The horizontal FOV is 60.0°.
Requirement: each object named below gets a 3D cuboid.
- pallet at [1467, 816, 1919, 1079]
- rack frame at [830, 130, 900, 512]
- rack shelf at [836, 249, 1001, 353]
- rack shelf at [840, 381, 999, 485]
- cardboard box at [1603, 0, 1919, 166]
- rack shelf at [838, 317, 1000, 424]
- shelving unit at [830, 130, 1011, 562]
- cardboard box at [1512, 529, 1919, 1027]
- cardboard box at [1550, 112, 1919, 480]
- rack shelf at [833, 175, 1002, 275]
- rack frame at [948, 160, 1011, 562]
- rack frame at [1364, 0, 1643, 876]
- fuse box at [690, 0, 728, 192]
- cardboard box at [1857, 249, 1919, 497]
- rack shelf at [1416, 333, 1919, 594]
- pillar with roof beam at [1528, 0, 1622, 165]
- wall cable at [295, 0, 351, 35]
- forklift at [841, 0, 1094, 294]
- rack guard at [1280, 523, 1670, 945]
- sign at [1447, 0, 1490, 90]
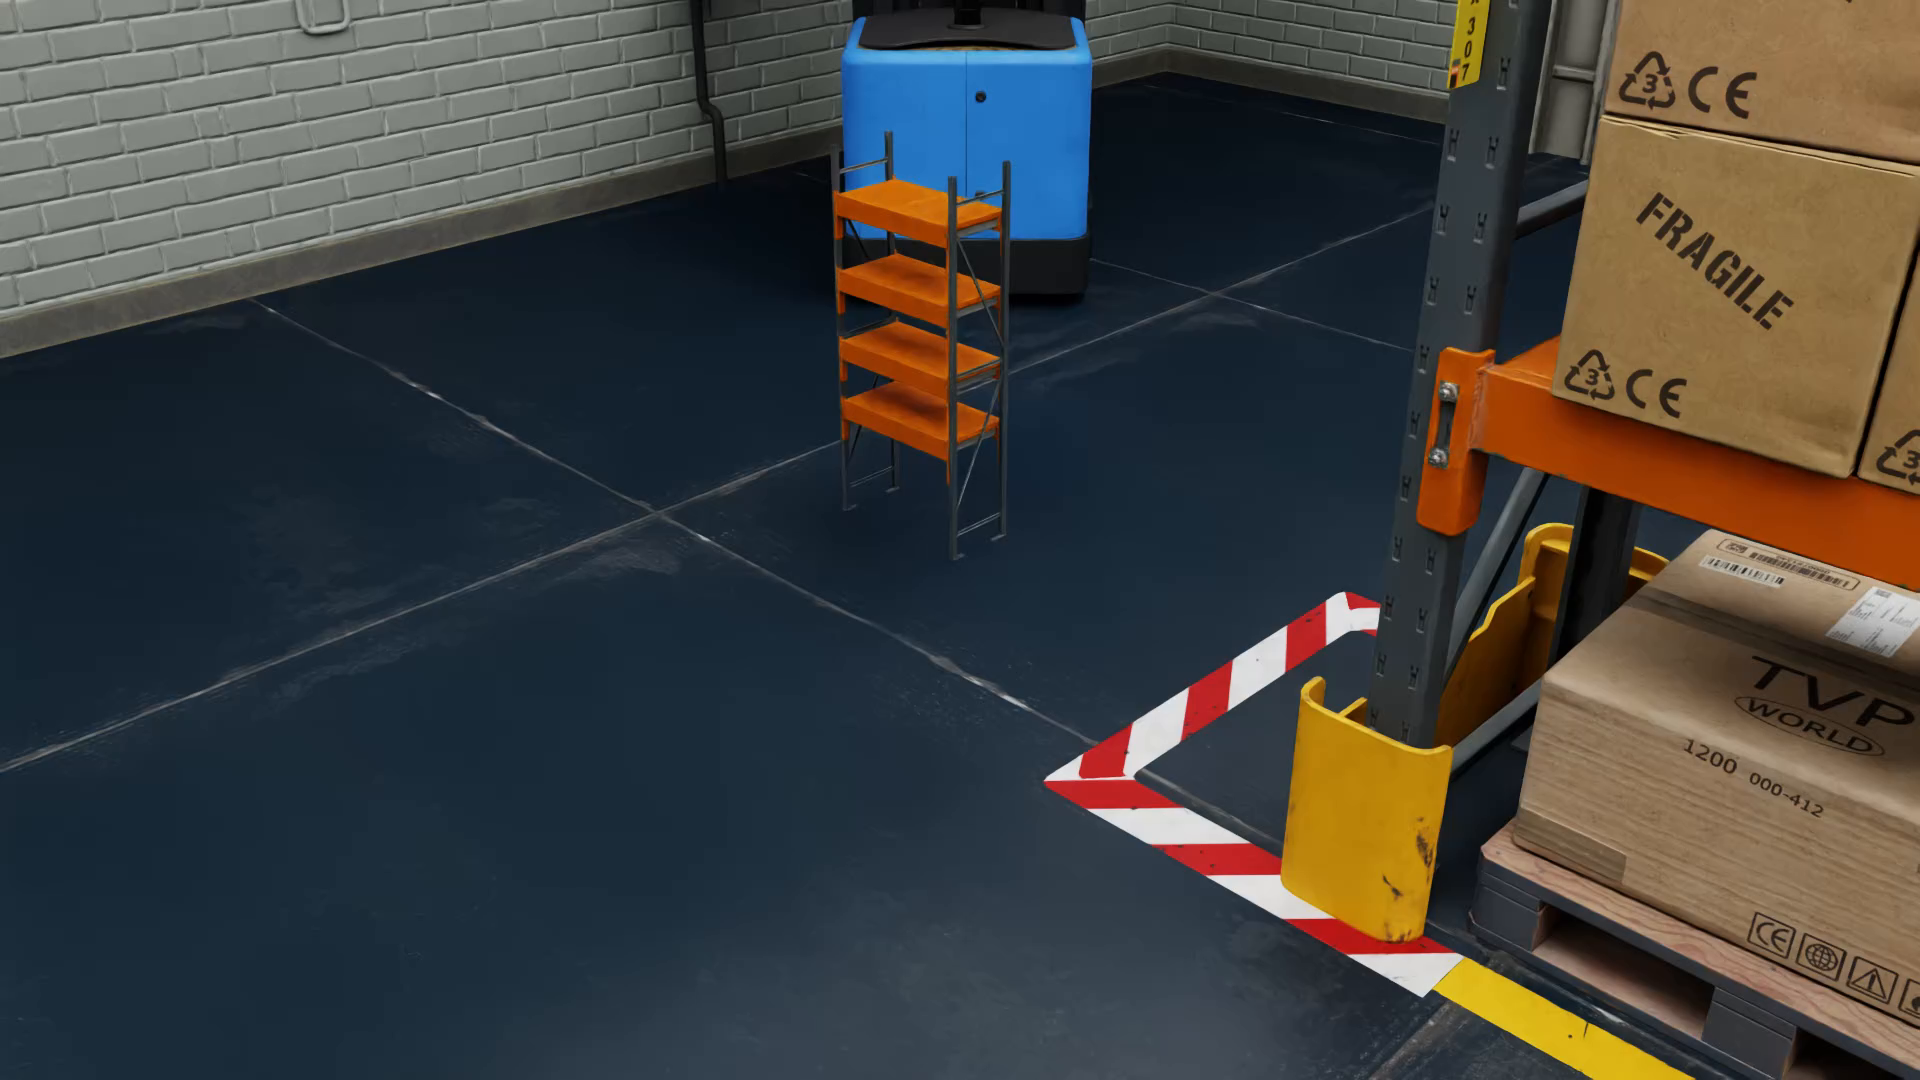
[{"bbox_3d":[1.876,0.786,3.529,1.213,0.211,1.003,25,36,38],"label":"pallet"},{"bbox_3d":[-0.292,-0.665,5.225,0.015,1.200,0.240,25,36,38],"label":"rack frame"},{"bbox_3d":[-0.118,-0.724,5.001,0.480,0.148,0.258,25,36,38],"label":"rack shelf"},{"bbox_3d":[-0.118,-0.350,5.197,0.480,0.148,0.258,25,36,38],"label":"rack shelf"},{"bbox_3d":[1.393,-0.919,2.594,0.500,0.500,0.500,24,36,37],"label":"cardboard box"},{"bbox_3d":[-0.118,-0.526,5.105,0.480,0.148,0.258,25,36,38],"label":"rack shelf"},{"bbox_3d":[-0.118,-0.585,5.073,0.503,1.200,0.258,25,36,38],"label":"shelving unit"},{"bbox_3d":[1.791,0.447,3.479,0.875,0.438,0.875,23,36,37],"label":"cardboard box"},{"bbox_3d":[1.392,-0.476,2.825,0.500,0.500,0.500,24,36,38],"label":"cardboard box"},{"bbox_3d":[-0.118,-0.933,4.891,0.480,0.148,0.258,25,36,38],"label":"rack shelf"},{"bbox_3d":[0.056,-0.505,4.922,0.015,1.200,0.240,25,36,38],"label":"rack frame"},{"bbox_3d":[1.251,-0.684,3.327,0.127,3.000,1.000,25,36,38],"label":"rack frame"},{"bbox_3d":[-1.210,-2.595,8.347,0.414,1.711,0.539,25,36,38],"label":"fuse box"},{"bbox_3d":[1.772,-0.320,2.529,0.500,0.500,0.500,24,36,38],"label":"cardboard box"},{"bbox_3d":[2.677,0.287,2.254,4.000,0.370,1.077,25,36,38],"label":"rack shelf"},{"bbox_3d":[0.419,-4.738,4.591,0.400,9.000,9.100,25,36,38],"label":"pillar with roof beam"},{"bbox_3d":[-2.786,-2.979,6.568,0.123,1.953,0.585,25,36,38],"label":"wall cable"},{"bbox_3d":[0.045,-2.987,7.781,1.130,2.935,3.031,0,28,1],"label":"forklift"},{"bbox_3d":[1.234,0.415,3.924,0.348,0.500,1.175,25,36,38],"label":"rack guard"},{"bbox_3d":[0.857,-0.920,2.761,0.005,0.325,0.100,25,36,38],"label":"sign"}]
